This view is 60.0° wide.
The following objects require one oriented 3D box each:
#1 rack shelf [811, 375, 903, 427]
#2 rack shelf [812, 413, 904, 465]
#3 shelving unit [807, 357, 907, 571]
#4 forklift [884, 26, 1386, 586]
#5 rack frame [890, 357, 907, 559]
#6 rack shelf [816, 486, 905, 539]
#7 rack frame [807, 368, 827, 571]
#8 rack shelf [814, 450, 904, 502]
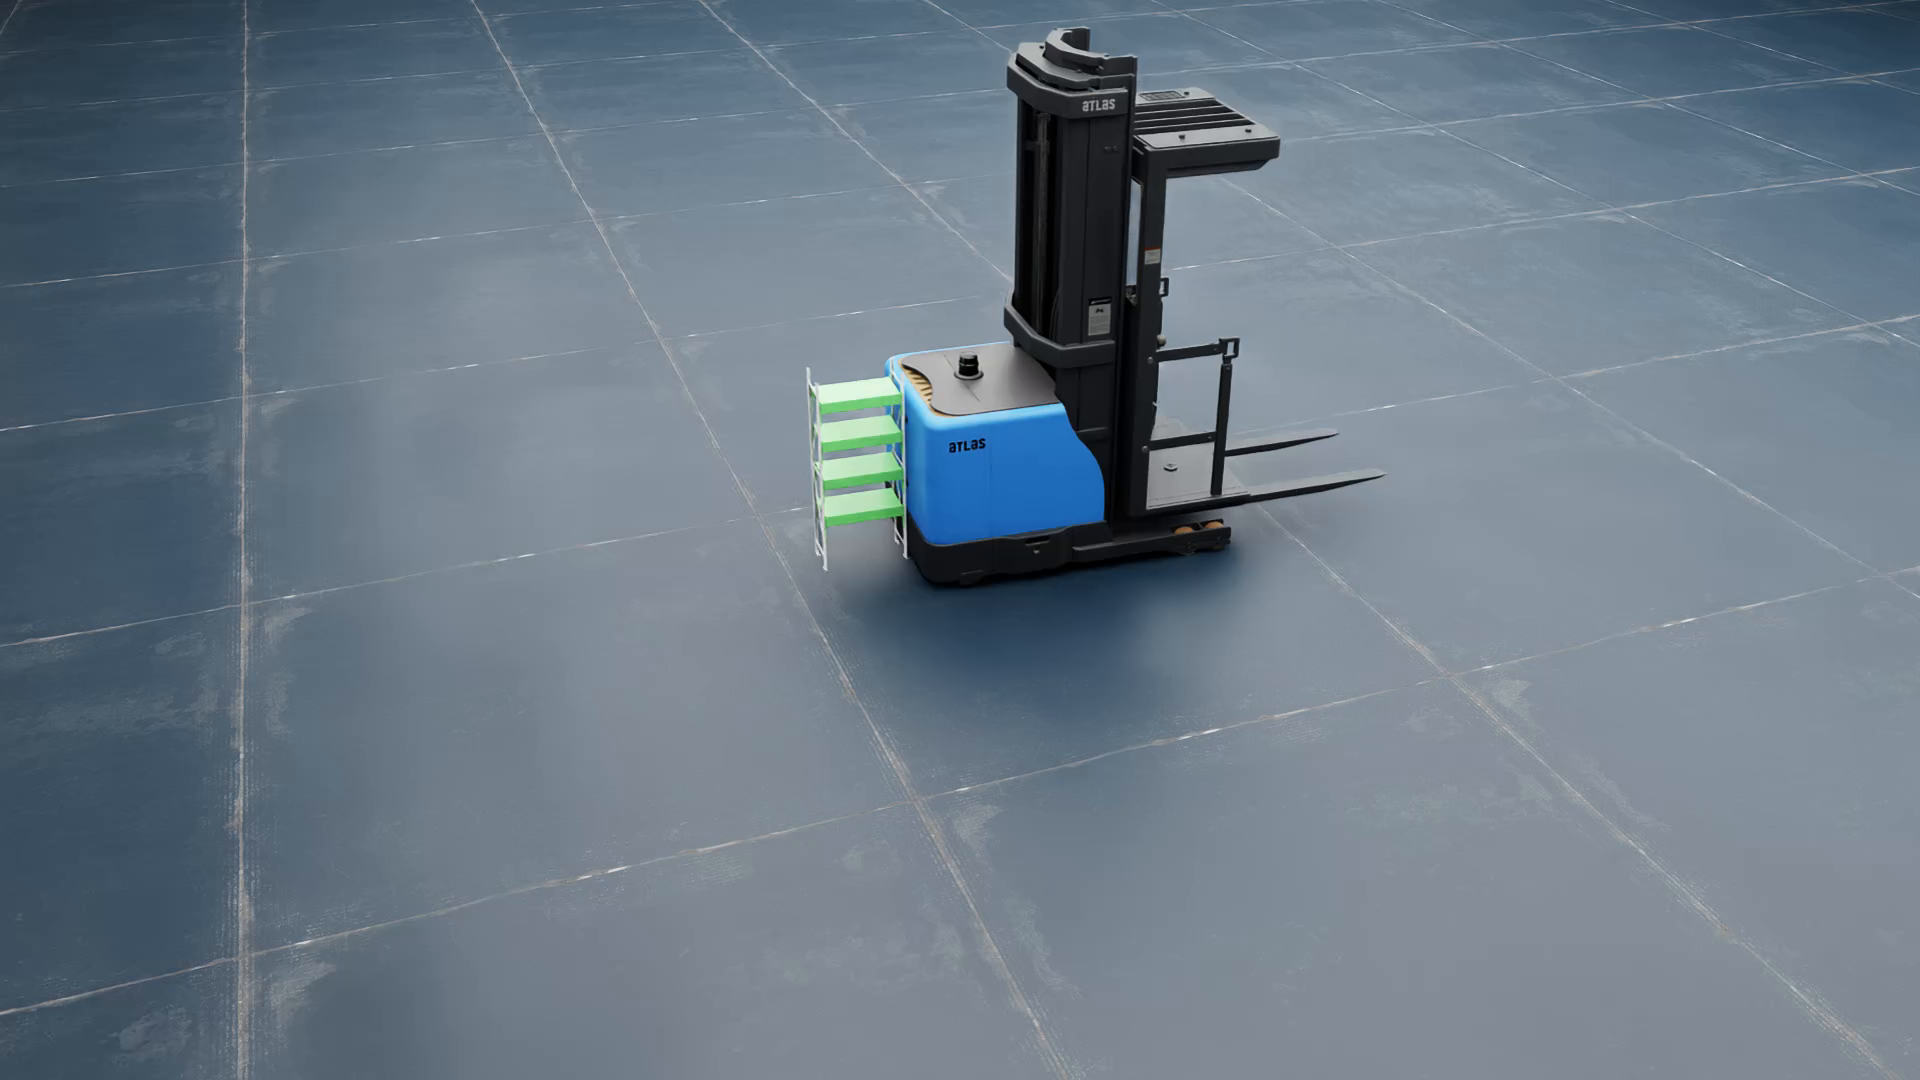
[{"bbox_3d":[-0.590,-0.791,9.436,0.480,0.148,0.258,-9,31,-15],"label":"rack shelf"},{"bbox_3d":[-0.590,-0.582,9.555,0.480,0.148,0.258,-9,31,-15],"label":"rack shelf"},{"bbox_3d":[-0.590,-0.429,9.642,0.503,1.200,0.258,-9,31,-15],"label":"shelving unit"},{"bbox_3d":[1.115,-1.425,9.641,3.031,2.935,1.130,-9,31,-15],"label":"forklift"},{"bbox_3d":[-0.357,-0.465,9.705,0.015,1.200,0.240,-9,31,-15],"label":"rack frame"},{"bbox_3d":[-0.590,-0.165,9.793,0.480,0.148,0.258,-9,31,-15],"label":"rack shelf"},{"bbox_3d":[-0.823,-0.393,9.579,0.015,1.200,0.240,-9,31,-15],"label":"rack frame"},{"bbox_3d":[-0.590,-0.374,9.674,0.480,0.148,0.258,-9,31,-15],"label":"rack shelf"}]
